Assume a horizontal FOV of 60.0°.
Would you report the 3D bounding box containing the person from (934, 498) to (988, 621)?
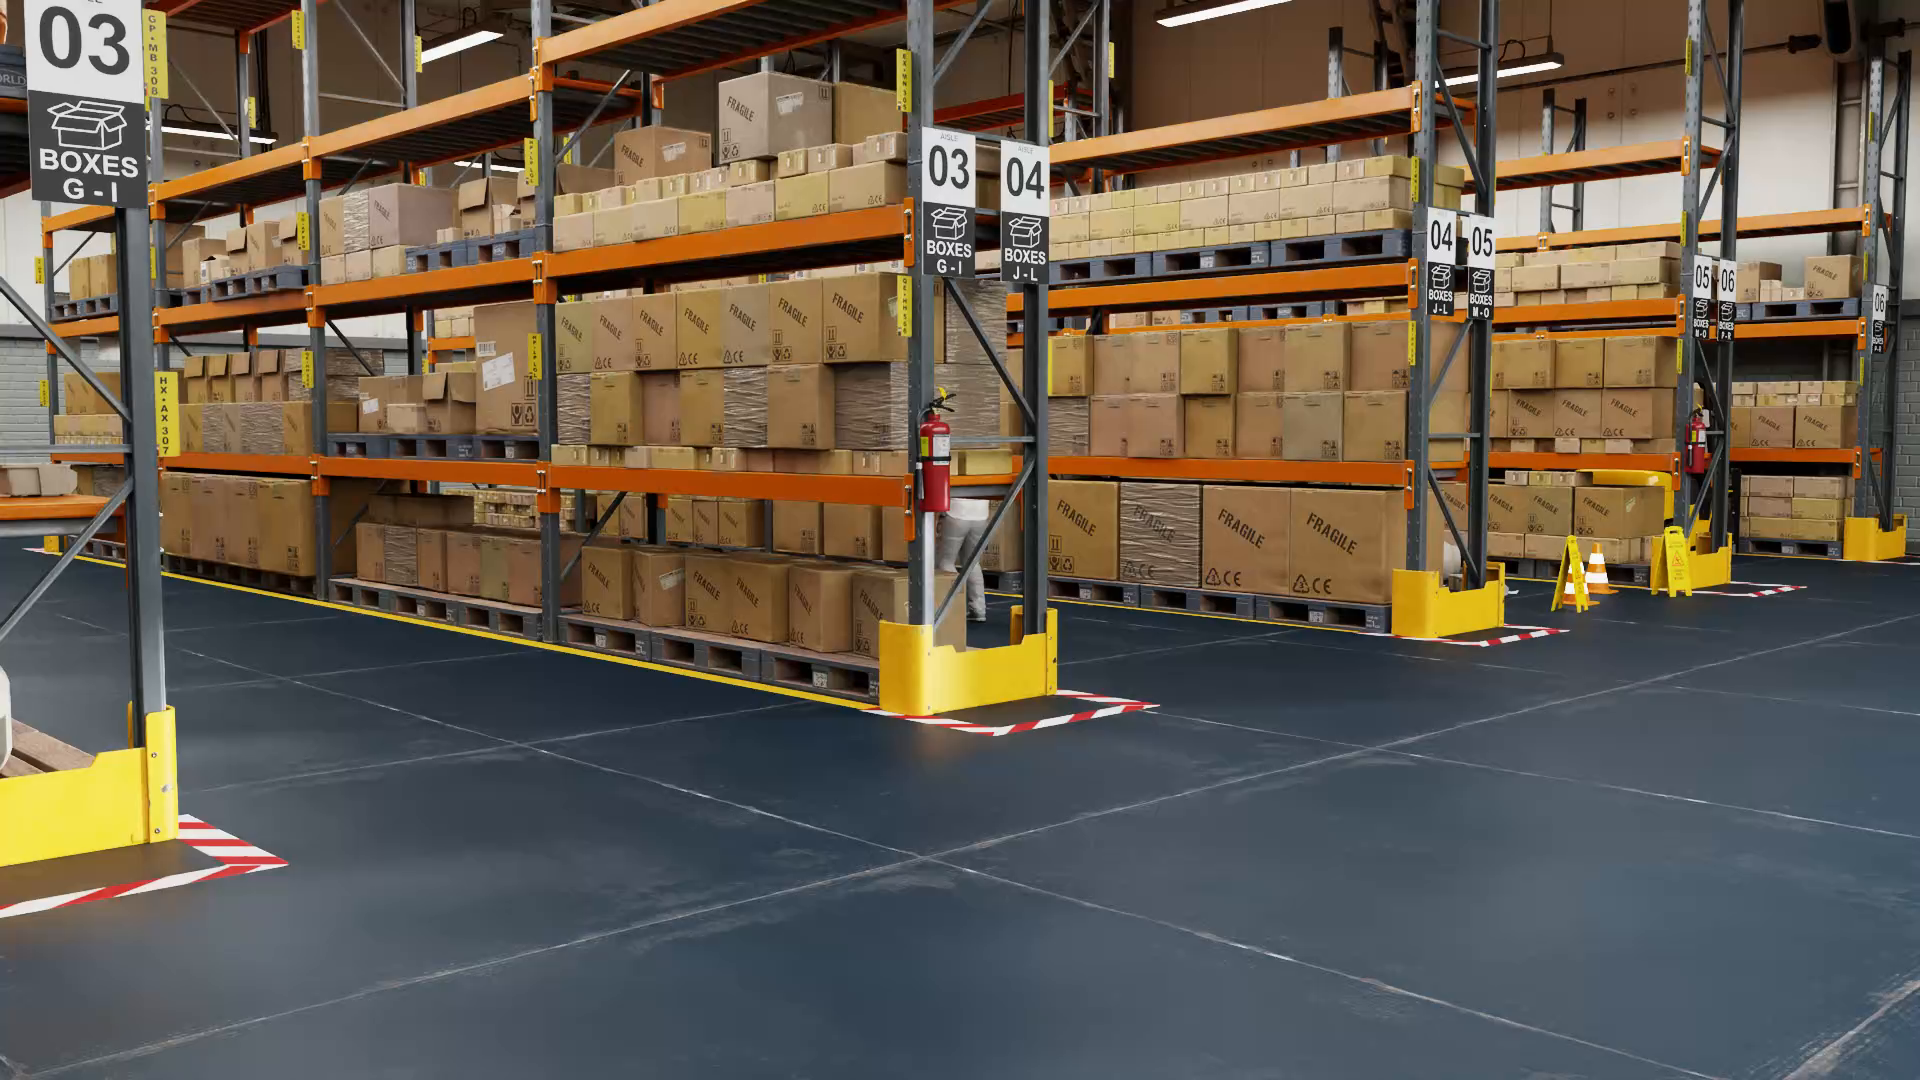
[{"bbox_3d":[0.005,-0.156,13.301,0.394,1.653,0.561,4,6,44],"label":"person"}]
